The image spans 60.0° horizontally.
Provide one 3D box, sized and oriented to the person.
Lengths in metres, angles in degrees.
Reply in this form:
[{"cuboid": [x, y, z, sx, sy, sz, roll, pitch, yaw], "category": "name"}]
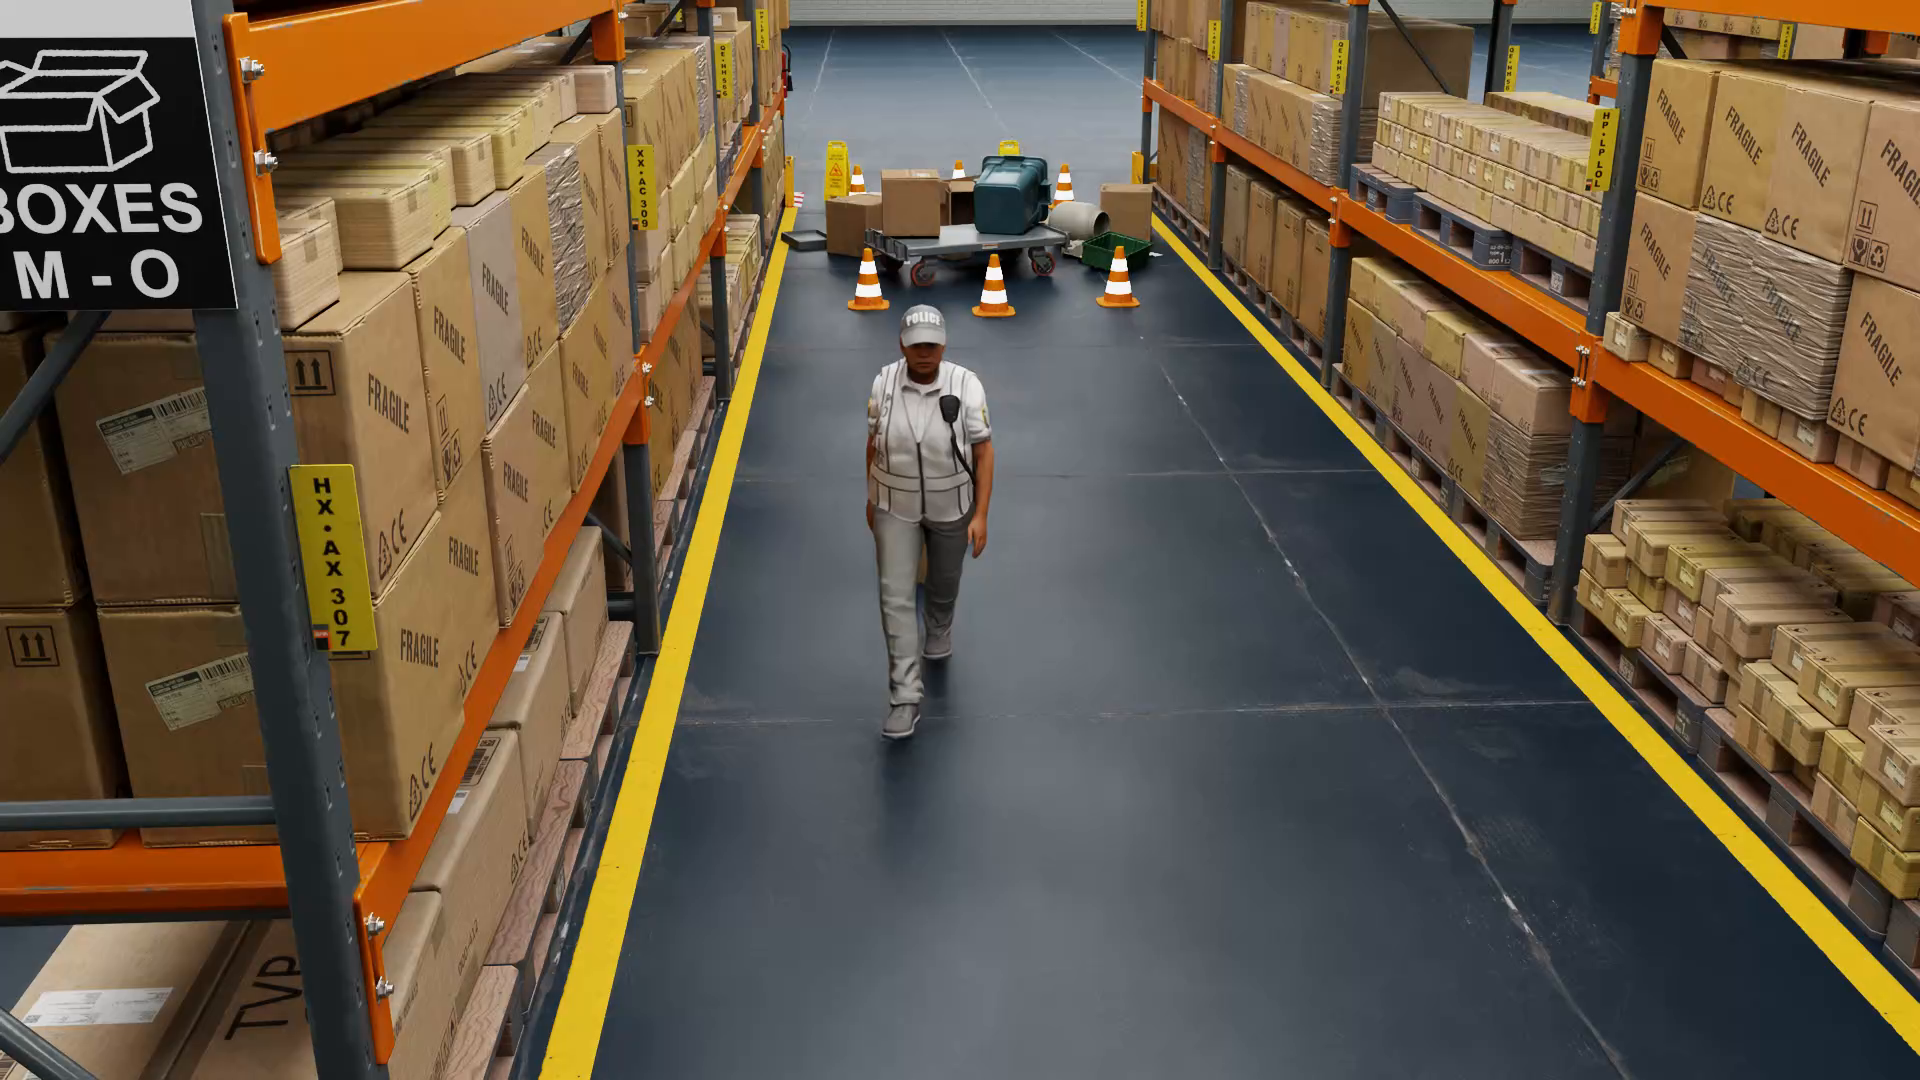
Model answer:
[{"cuboid": [-0.120, -0.131, 6.437, 0.499, 1.595, 1.029, -1, 21, -2], "category": "person"}]
